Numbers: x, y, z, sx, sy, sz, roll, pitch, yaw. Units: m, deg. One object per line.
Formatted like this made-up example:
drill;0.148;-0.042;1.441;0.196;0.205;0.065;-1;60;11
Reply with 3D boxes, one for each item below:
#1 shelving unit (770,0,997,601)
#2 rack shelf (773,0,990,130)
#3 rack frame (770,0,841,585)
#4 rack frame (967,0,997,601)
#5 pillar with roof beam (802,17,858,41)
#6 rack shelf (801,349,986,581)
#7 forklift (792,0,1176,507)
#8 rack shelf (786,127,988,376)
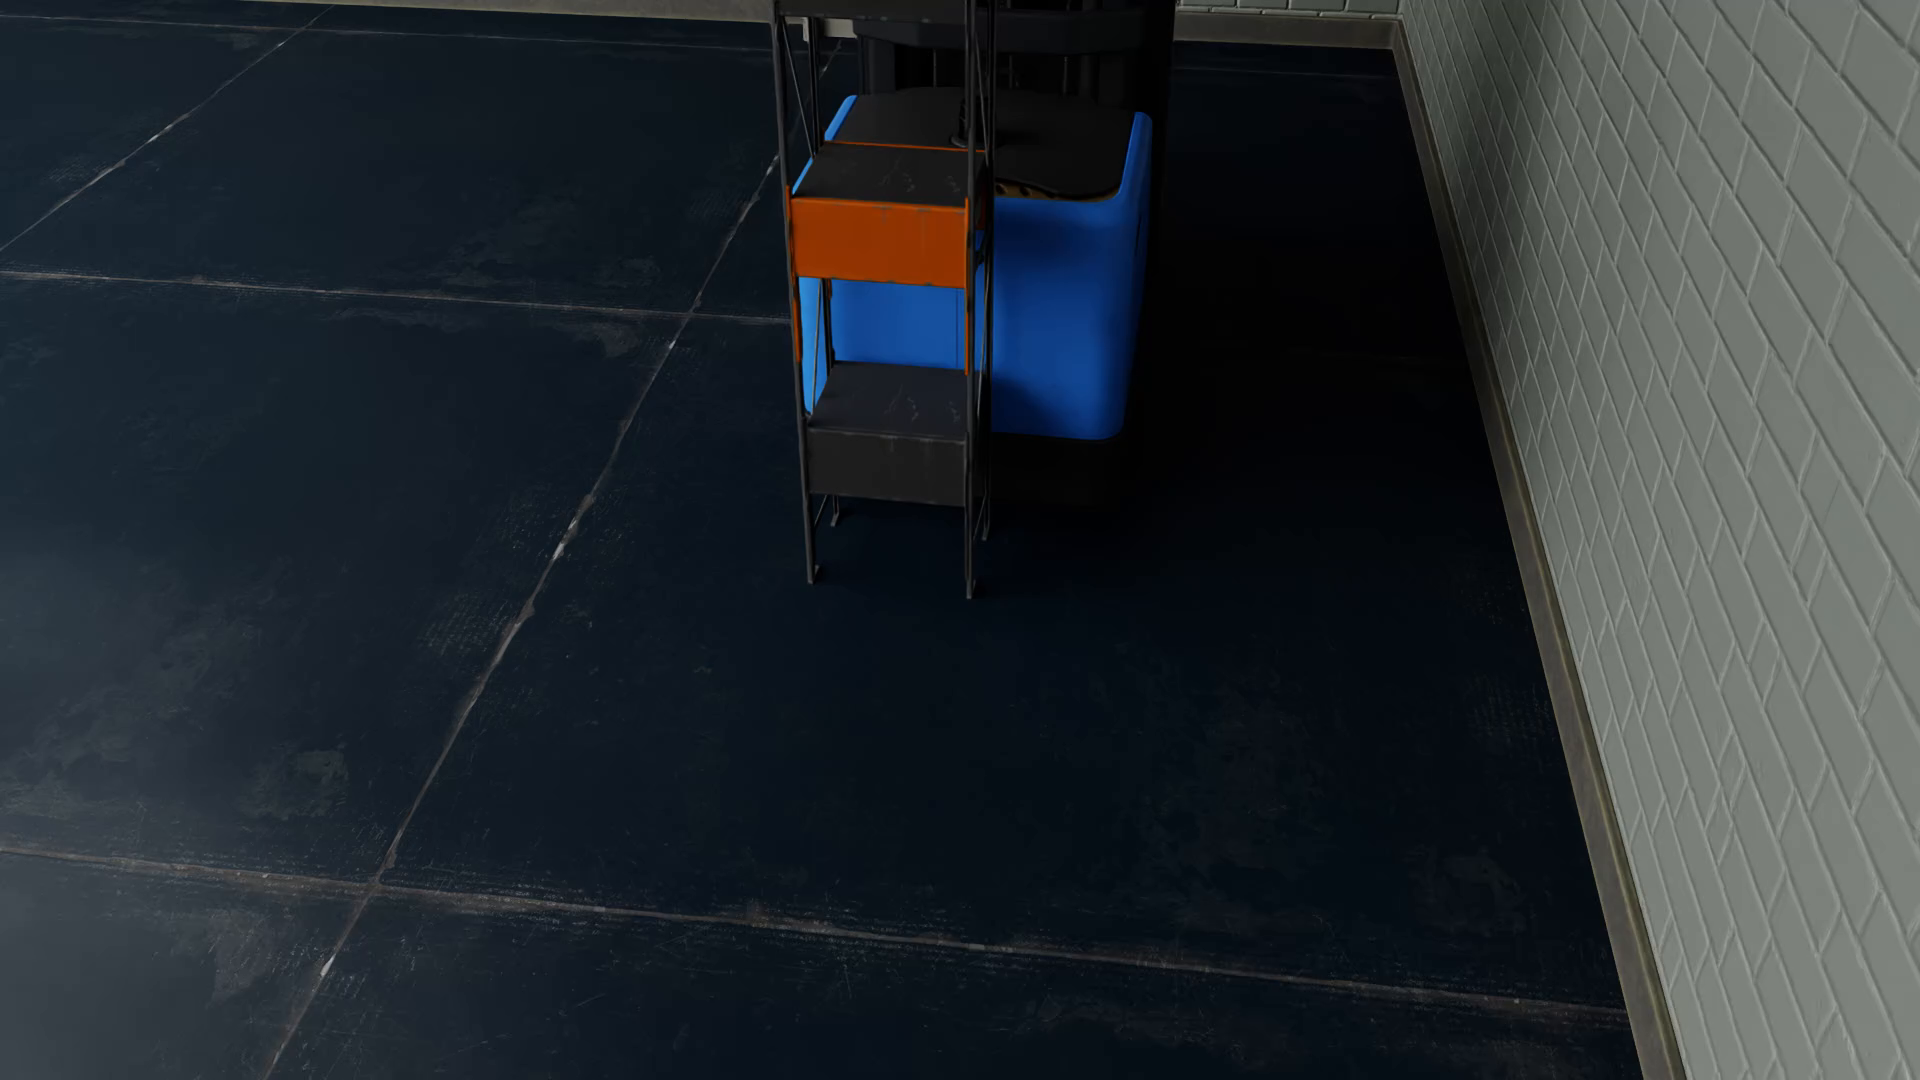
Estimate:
shelving unit;-0.182;-0.810;4.578;0.503;2.100;0.431;5;36;7
rack shelf;-0.182;-1.369;4.179;0.480;0.518;0.431;5;36;7
rack frame;-0.423;-0.833;4.609;0.015;2.100;0.400;5;36;7
rack frame;0.059;-0.788;4.547;0.015;2.100;0.400;5;36;7
pillar with roof beam;-1.183;-3.975;3.073;0.400;9.000;9.100;4;36;6
rack shelf;-0.182;-0.230;4.993;0.480;0.518;0.431;5;36;7
forklift;0.227;-2.147;5.735;1.130;2.935;3.031;5;36;7
rack shelf;-0.182;-0.799;4.586;0.480;0.518;0.431;5;36;7
